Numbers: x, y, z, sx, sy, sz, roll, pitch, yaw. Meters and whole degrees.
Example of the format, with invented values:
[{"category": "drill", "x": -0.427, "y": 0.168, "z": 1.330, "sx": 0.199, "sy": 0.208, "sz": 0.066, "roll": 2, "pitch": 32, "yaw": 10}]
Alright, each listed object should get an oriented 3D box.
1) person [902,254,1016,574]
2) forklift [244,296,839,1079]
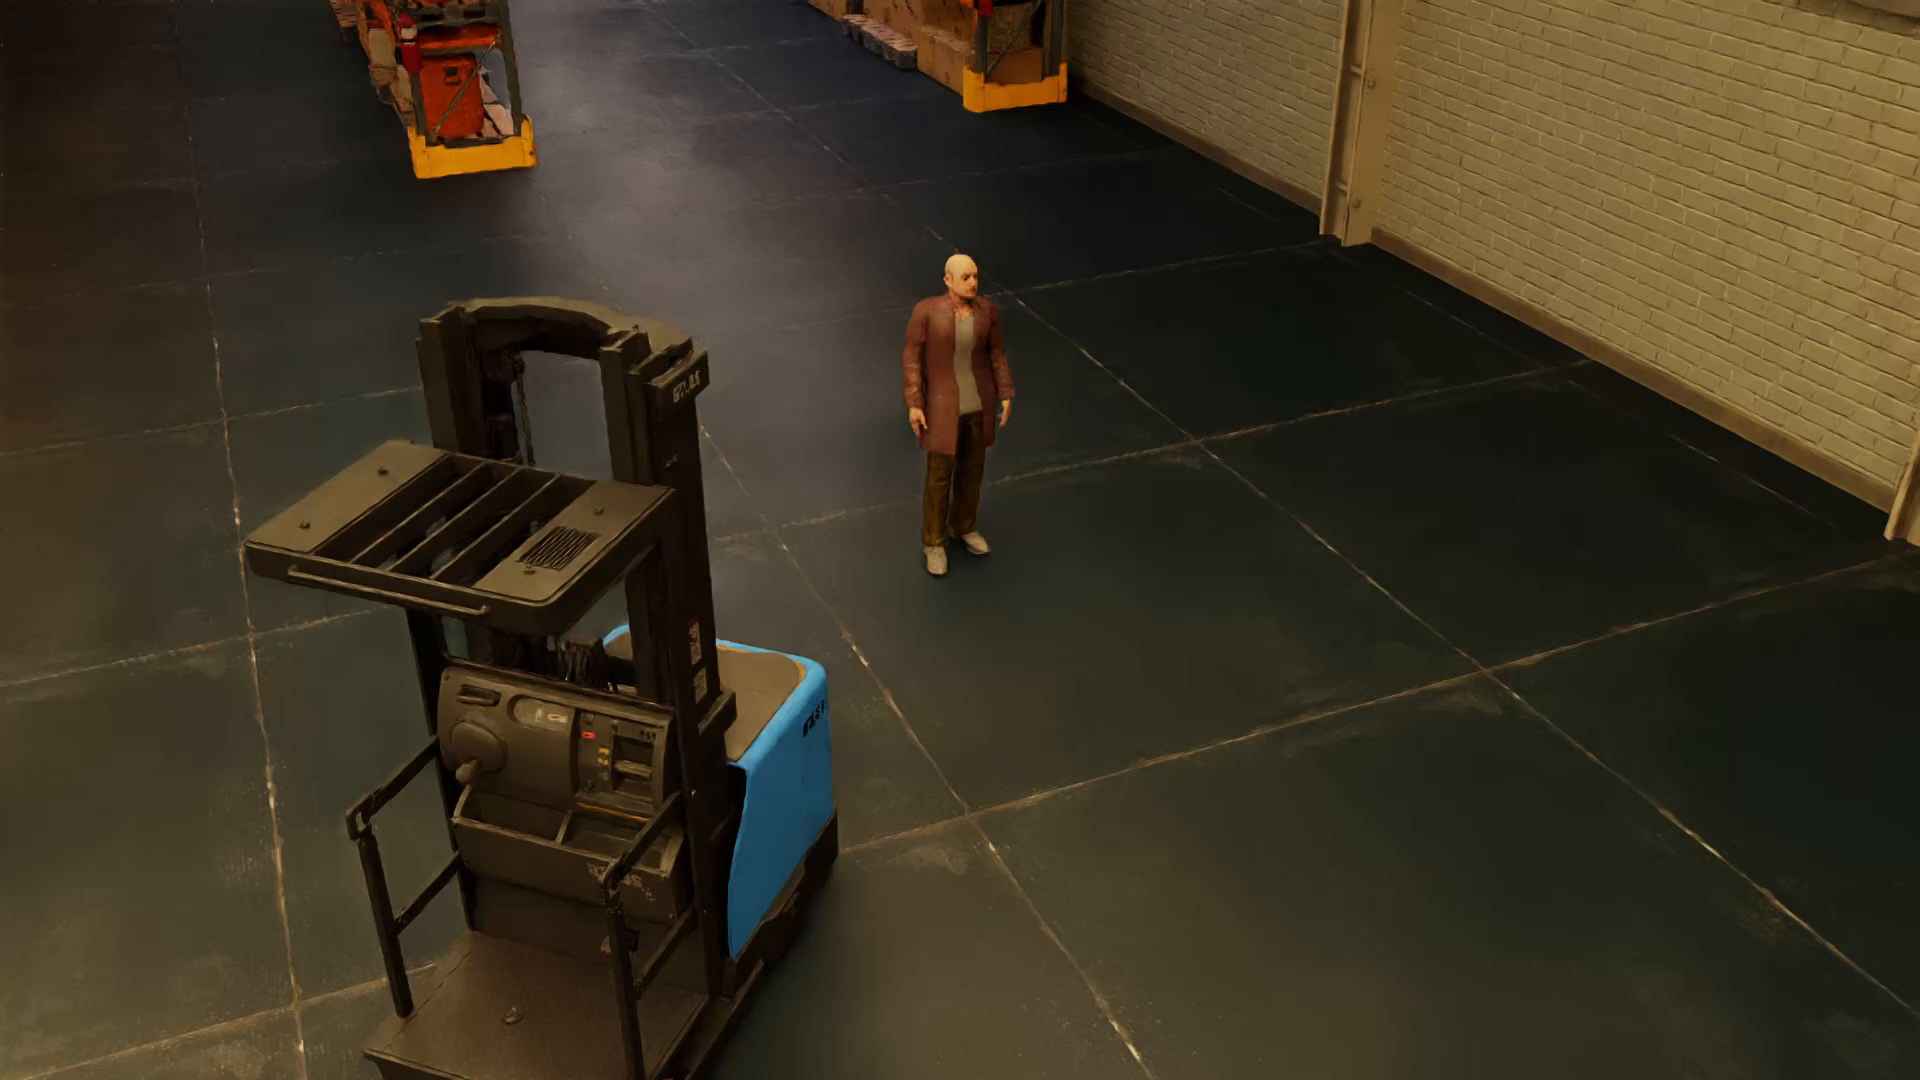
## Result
[{"category": "person", "x": 0.032, "y": -0.735, "z": 9.554, "sx": 0.694, "sy": 1.776, "sz": 0.580, "roll": -12, "pitch": 32, "yaw": -20}, {"category": "forklift", "x": -1.528, "y": 0.775, "z": 5.765, "sx": 1.130, "sy": 2.935, "sz": 3.031, "roll": 10, "pitch": 31, "yaw": 17}]
